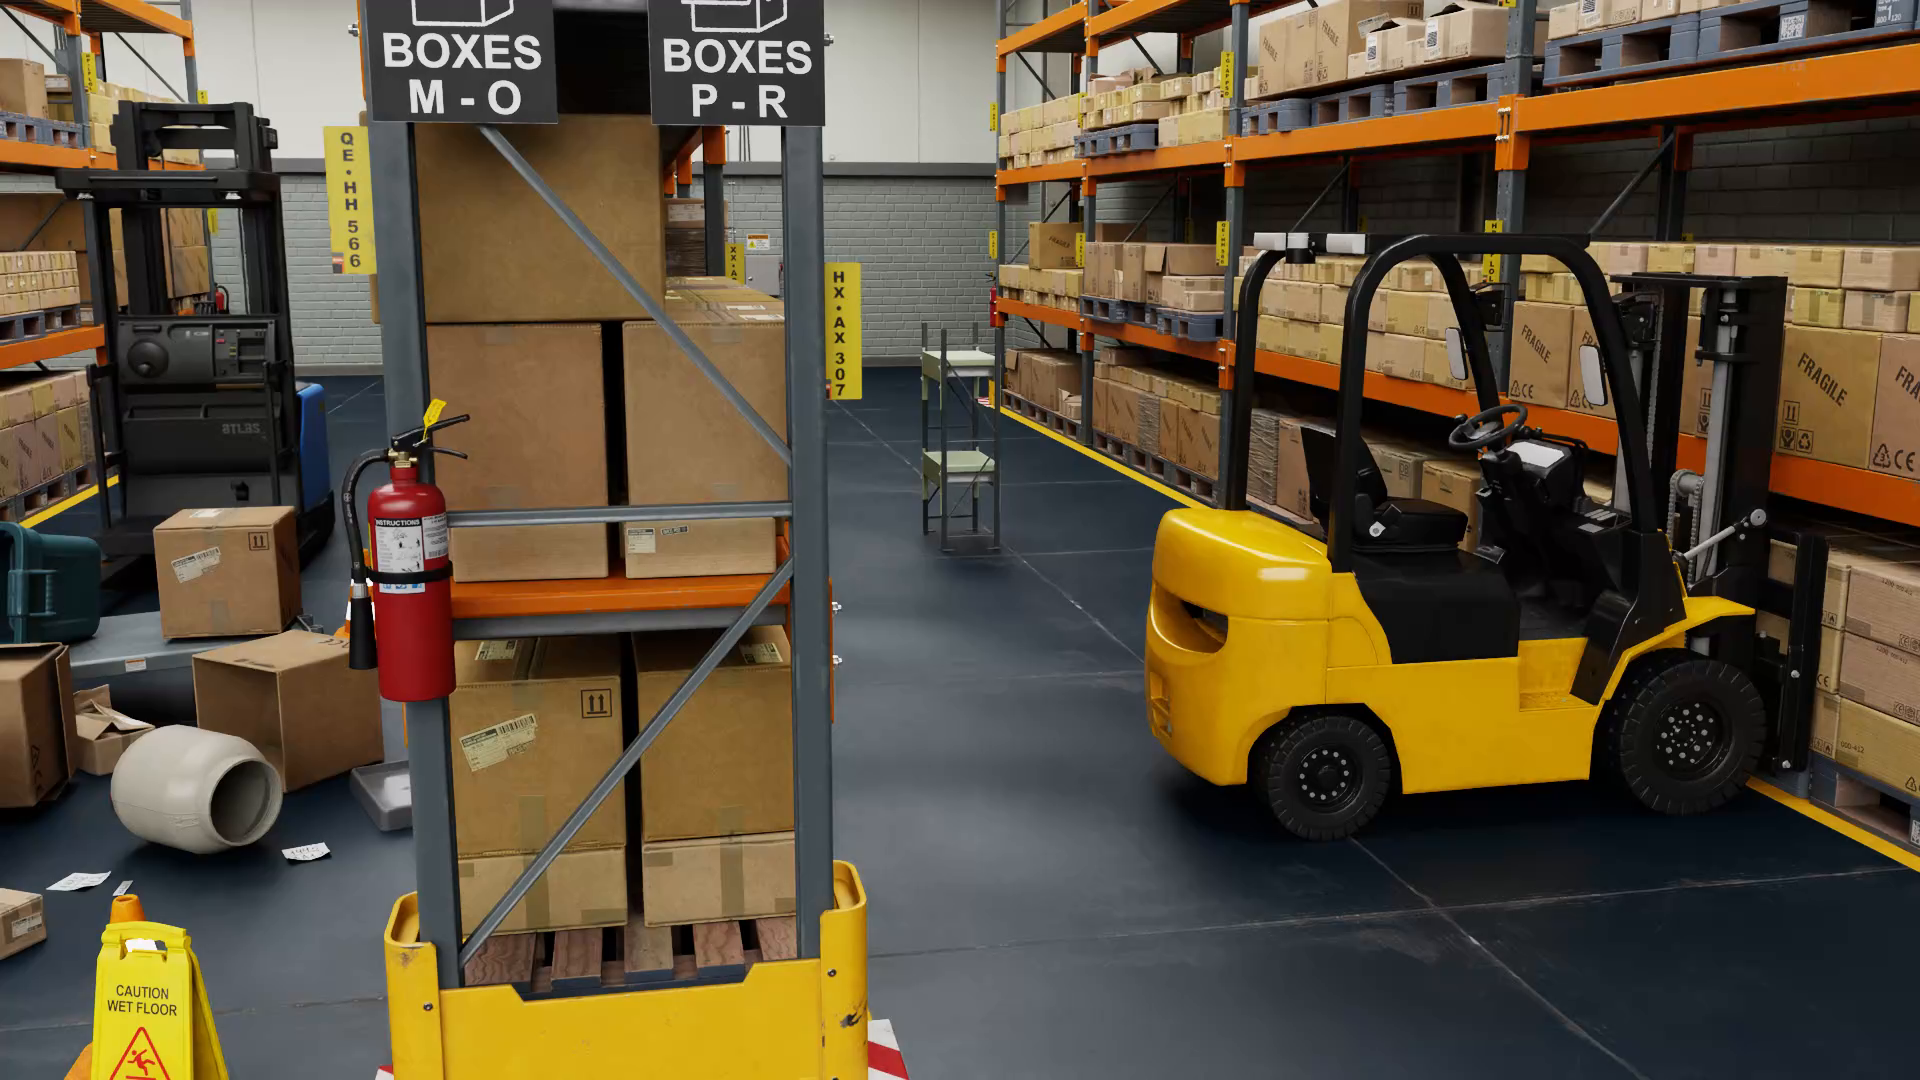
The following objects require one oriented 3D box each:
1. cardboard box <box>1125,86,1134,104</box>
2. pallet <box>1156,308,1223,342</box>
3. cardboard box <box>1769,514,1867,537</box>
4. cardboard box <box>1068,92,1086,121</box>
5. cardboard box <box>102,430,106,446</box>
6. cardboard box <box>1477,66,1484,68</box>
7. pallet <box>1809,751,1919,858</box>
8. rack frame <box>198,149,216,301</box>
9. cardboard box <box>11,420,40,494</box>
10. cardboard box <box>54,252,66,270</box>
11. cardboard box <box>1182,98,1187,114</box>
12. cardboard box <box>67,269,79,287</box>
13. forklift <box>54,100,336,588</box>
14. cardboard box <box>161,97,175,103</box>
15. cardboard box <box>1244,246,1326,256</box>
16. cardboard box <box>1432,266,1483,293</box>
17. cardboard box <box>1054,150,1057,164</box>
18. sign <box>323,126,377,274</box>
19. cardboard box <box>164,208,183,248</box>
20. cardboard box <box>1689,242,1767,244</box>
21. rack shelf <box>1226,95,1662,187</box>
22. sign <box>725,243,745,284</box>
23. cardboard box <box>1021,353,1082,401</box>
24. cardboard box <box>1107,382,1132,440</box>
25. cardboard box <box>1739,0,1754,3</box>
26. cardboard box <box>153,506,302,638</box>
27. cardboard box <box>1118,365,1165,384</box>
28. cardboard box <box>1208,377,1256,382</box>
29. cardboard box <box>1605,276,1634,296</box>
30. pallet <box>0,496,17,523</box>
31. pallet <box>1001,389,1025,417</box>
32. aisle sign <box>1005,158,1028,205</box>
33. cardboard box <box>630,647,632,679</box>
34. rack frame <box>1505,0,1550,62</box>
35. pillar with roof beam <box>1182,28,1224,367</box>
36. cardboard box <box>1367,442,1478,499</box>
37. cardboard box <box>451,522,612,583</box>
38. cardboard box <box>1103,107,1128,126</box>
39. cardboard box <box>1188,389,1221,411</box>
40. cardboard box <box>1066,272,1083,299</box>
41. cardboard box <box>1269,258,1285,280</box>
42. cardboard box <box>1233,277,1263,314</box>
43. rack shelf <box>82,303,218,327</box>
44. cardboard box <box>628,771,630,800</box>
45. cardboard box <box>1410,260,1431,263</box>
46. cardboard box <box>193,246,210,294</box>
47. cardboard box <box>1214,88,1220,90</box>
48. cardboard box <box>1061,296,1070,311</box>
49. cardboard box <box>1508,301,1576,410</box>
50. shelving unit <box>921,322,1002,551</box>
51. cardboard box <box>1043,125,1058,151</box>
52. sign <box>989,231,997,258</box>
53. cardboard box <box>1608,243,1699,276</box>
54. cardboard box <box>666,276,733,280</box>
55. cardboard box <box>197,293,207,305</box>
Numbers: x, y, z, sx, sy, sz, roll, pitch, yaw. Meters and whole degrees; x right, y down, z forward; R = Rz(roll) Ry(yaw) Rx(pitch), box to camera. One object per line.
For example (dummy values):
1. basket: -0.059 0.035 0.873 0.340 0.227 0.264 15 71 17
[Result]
1. cardboard box: 1.661 -3.884 14.543 0.380 0.149 0.250 -2 11 -11
2. pallet: 2.293 -1.731 13.280 1.213 0.211 1.003 -2 11 -11
3. cardboard box: 3.350 0.065 6.887 0.500 0.250 0.500 -2 11 -12
4. cardboard box: 1.381 -4.312 16.576 0.500 0.250 0.500 -2 11 -11
5. cardboard box: -7.744 -0.941 15.121 0.380 0.149 0.250 -3 11 -13
6. cardboard box: 3.132 -2.779 9.536 0.380 0.149 0.250 -2 11 -11
7. pallet: 3.859 0.995 5.903 1.003 0.211 1.213 -2 11 -11
8. rack frame: -8.767 -2.791 18.336 1.000 3.000 0.127 -2 11 -11
9. cardboard box: -7.304 -0.627 12.529 0.500 0.500 0.500 -2 11 -12
10. cardboard box: -7.666 -2.316 13.802 0.380 0.149 0.250 -2 11 -13
11. cardboard box: 2.040 -3.544 13.606 0.380 0.149 0.250 -2 11 -11
12. cardboard box: -7.718 -2.220 14.092 0.380 0.149 0.250 -2 11 -9
13. forklift: -4.754 -1.218 10.257 1.130 2.935 3.031 -2 11 -10
14. cardboard box: -8.254 -4.441 16.984 0.380 0.149 0.250 -2 11 -10
15. cardboard box: 2.547 -2.059 13.099 0.500 0.500 0.500 -2 11 -8
16. cardboard box: 2.923 -1.485 9.475 0.380 0.149 0.250 -2 11 -11
17. cardboard box: 1.201 -4.032 17.507 0.380 0.149 0.250 -2 11 -9
18. sign: -1.367 -0.762 3.737 0.100 0.325 0.005 -2 11 -11
19. cardboard box: -8.225 -3.214 16.824 0.500 0.500 0.500 -2 11 -8
20. cardboard box: 3.703 -1.340 7.918 0.380 0.149 0.250 -2 11 -12
21. rack shelf: 2.882 -2.456 10.482 1.077 0.370 4.000 -2 11 -11
22. sign: -1.066 -1.235 7.846 0.100 0.325 0.005 -2 11 -11
23. cardboard box: 1.091 -1.875 19.087 0.700 0.500 0.500 -2 11 -9
24. cardboard box: 1.702 -1.221 15.651 0.500 0.500 0.500 -2 11 -12
25. cardboard box: 3.547 -2.388 6.532 0.797 0.503 0.637 -2 11 -9
26. cardboard box: -3.337 0.138 7.610 0.500 0.500 0.500 -2 11 -11
27. cardboard box: 1.715 -1.564 15.716 0.380 0.149 0.250 -3 11 -14
28. cardboard box: 2.394 -1.342 14.554 0.380 0.149 0.250 -2 11 -11
29. cardboard box: 3.180 -1.127 7.593 0.380 0.149 0.250 -2 11 -10
30. pallet: -7.361 -0.097 11.641 1.003 0.211 1.213 -2 11 -11
31. pallet: 1.108 -1.640 19.750 1.003 0.211 1.213 -2 11 -11
32. aisle sign: 0.636 -4.449 20.097 0.394 0.787 0.004 -2 11 -11
33. cardboard box: -1.018 0.273 6.463 0.500 0.500 0.500 -2 11 -8
34. rack frame: 3.271 -3.917 8.207 1.000 3.000 0.127 -2 11 -11
35. pillar with roof beam: -1.759 -5.388 15.936 9.100 9.000 0.400 -2 11 -11
36. cardboard box: 3.015 -0.247 10.200 0.875 0.625 0.625 -2 11 -12
37. cardboard box: -1.101 0.008 4.304 0.380 0.149 0.250 -2 11 -9
38. cardboard box: 1.510 -3.832 15.065 0.380 0.149 0.250 -2 11 -10
39. cardboard box: 2.065 -1.130 13.440 0.380 0.149 0.250 -3 11 -14
40. cardboard box: 1.377 -2.594 16.907 0.500 0.250 0.500 -2 11 -10
41. cardboard box: 2.395 -1.907 11.689 0.380 0.149 0.250 -2 11 -9
42. cardboard box: 2.315 -1.784 12.110 0.500 0.250 0.500 -2 11 -11
43. rack shelf: -8.378 -2.070 16.476 1.077 0.370 4.000 -2 11 -11
44. cardboard box: -1.440 0.760 5.910 0.500 0.250 0.500 -3 11 -13
45. cardboard box: 3.073 -1.738 10.802 0.380 0.149 0.250 -2 11 -9
46. cardboard box: -8.427 -2.913 17.915 0.500 0.500 0.500 -2 11 -10
47. cardboard box: 2.189 -3.549 12.839 0.380 0.149 0.250 -3 11 -13
48. cardboard box: 1.259 -2.456 17.251 0.380 0.149 0.250 -2 11 -10
49. cardboard box: 3.101 -0.928 8.281 0.500 0.500 0.500 -2 11 -13
50. shelving unit: 0.001 -0.736 11.550 0.431 1.500 0.755 -2 11 -11
51. cardboard box: 1.176 -4.251 17.594 0.500 0.250 0.500 -2 11 -10
52. sign: 0.405 -3.576 20.146 0.100 0.325 0.005 -2 11 -11
53. cardboard box: 3.189 -1.272 7.559 0.380 0.149 0.250 -2 11 -10
54. cardboard box: -1.267 -0.911 7.398 0.500 0.500 0.500 -2 11 -12
55. cardboard box: -8.426 -2.618 18.099 0.380 0.149 0.250 -2 11 -11
